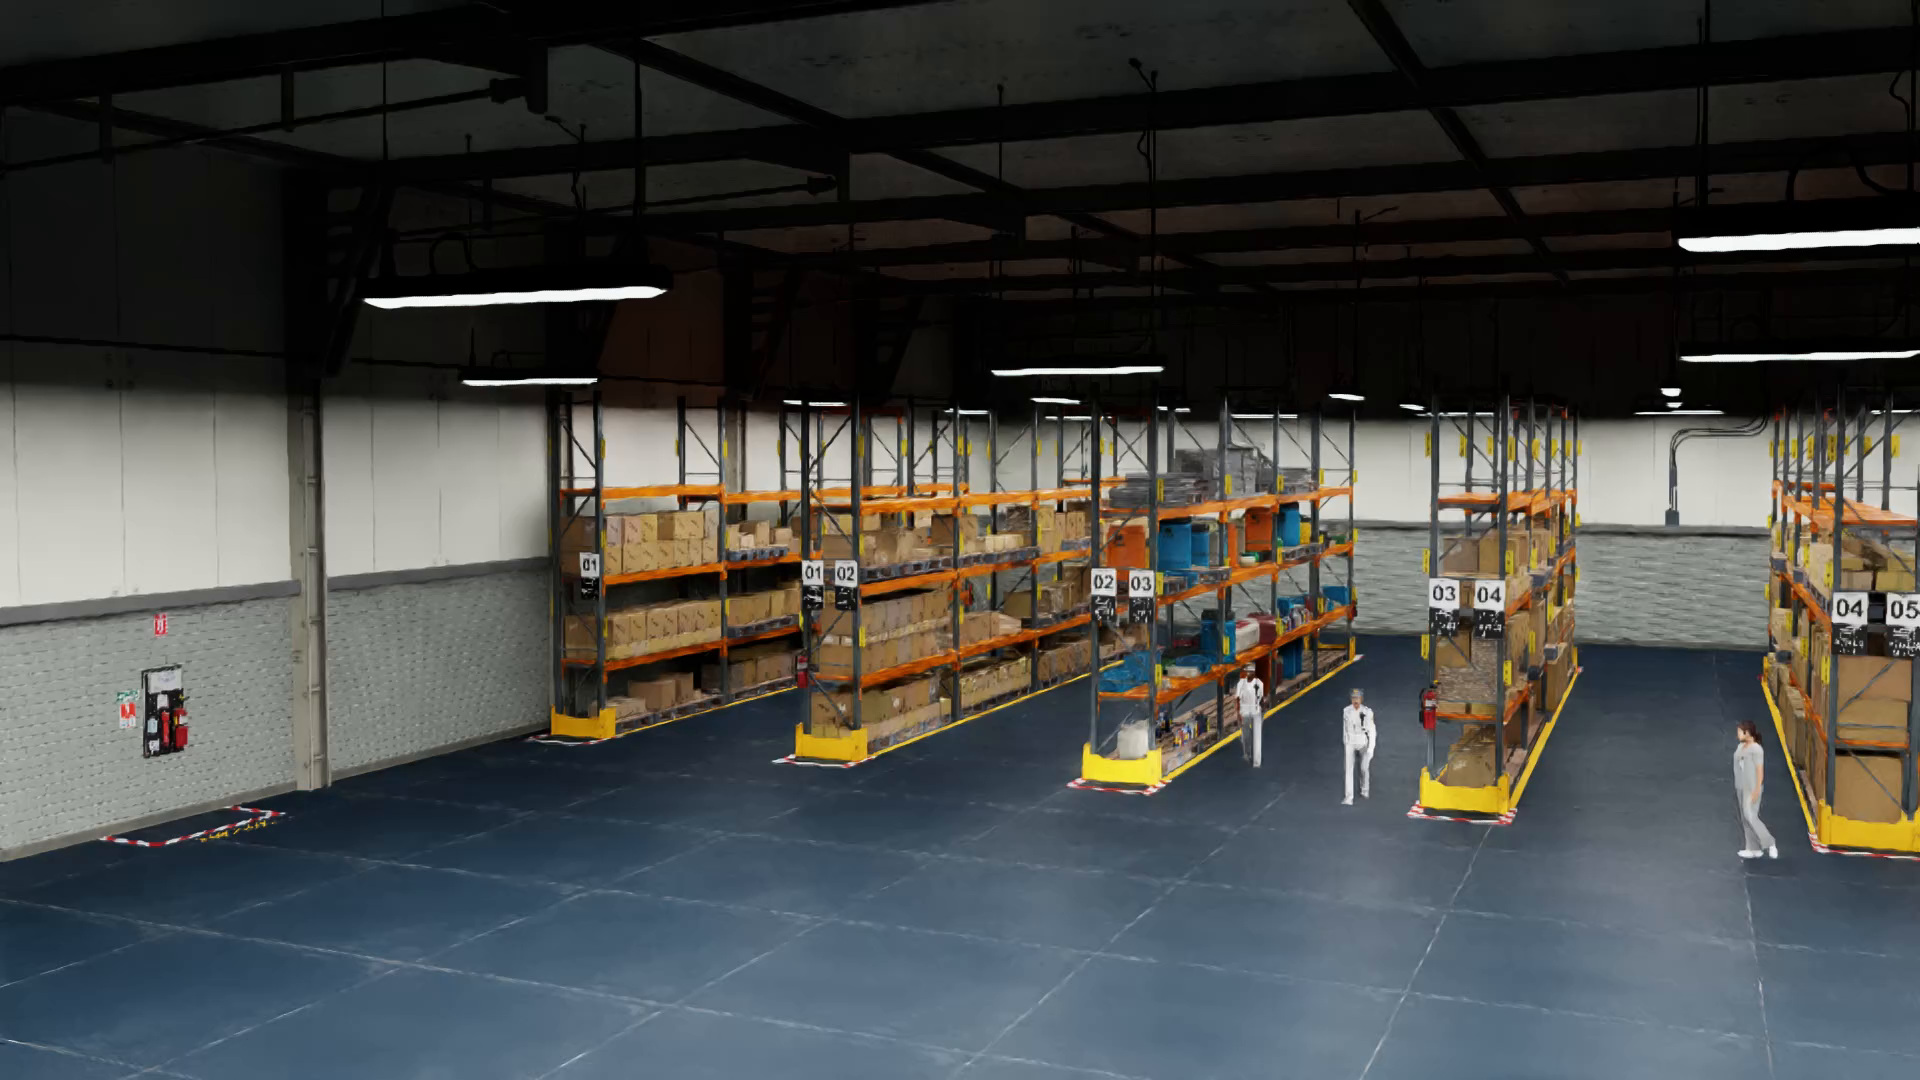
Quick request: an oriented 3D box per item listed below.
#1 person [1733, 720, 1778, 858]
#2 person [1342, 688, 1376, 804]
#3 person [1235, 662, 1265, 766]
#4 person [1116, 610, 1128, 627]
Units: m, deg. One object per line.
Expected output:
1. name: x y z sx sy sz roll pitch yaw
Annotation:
1. person: 9.685 3.037 20.251 0.446 1.668 0.615 -1 3 -10
2. person: 5.637 2.883 23.500 0.500 1.621 0.997 1 3 23
3. person: 4.575 2.723 26.257 0.445 1.622 0.996 1 3 15
4. person: 4.406 1.650 44.324 0.718 1.780 0.565 -2 4 -27
